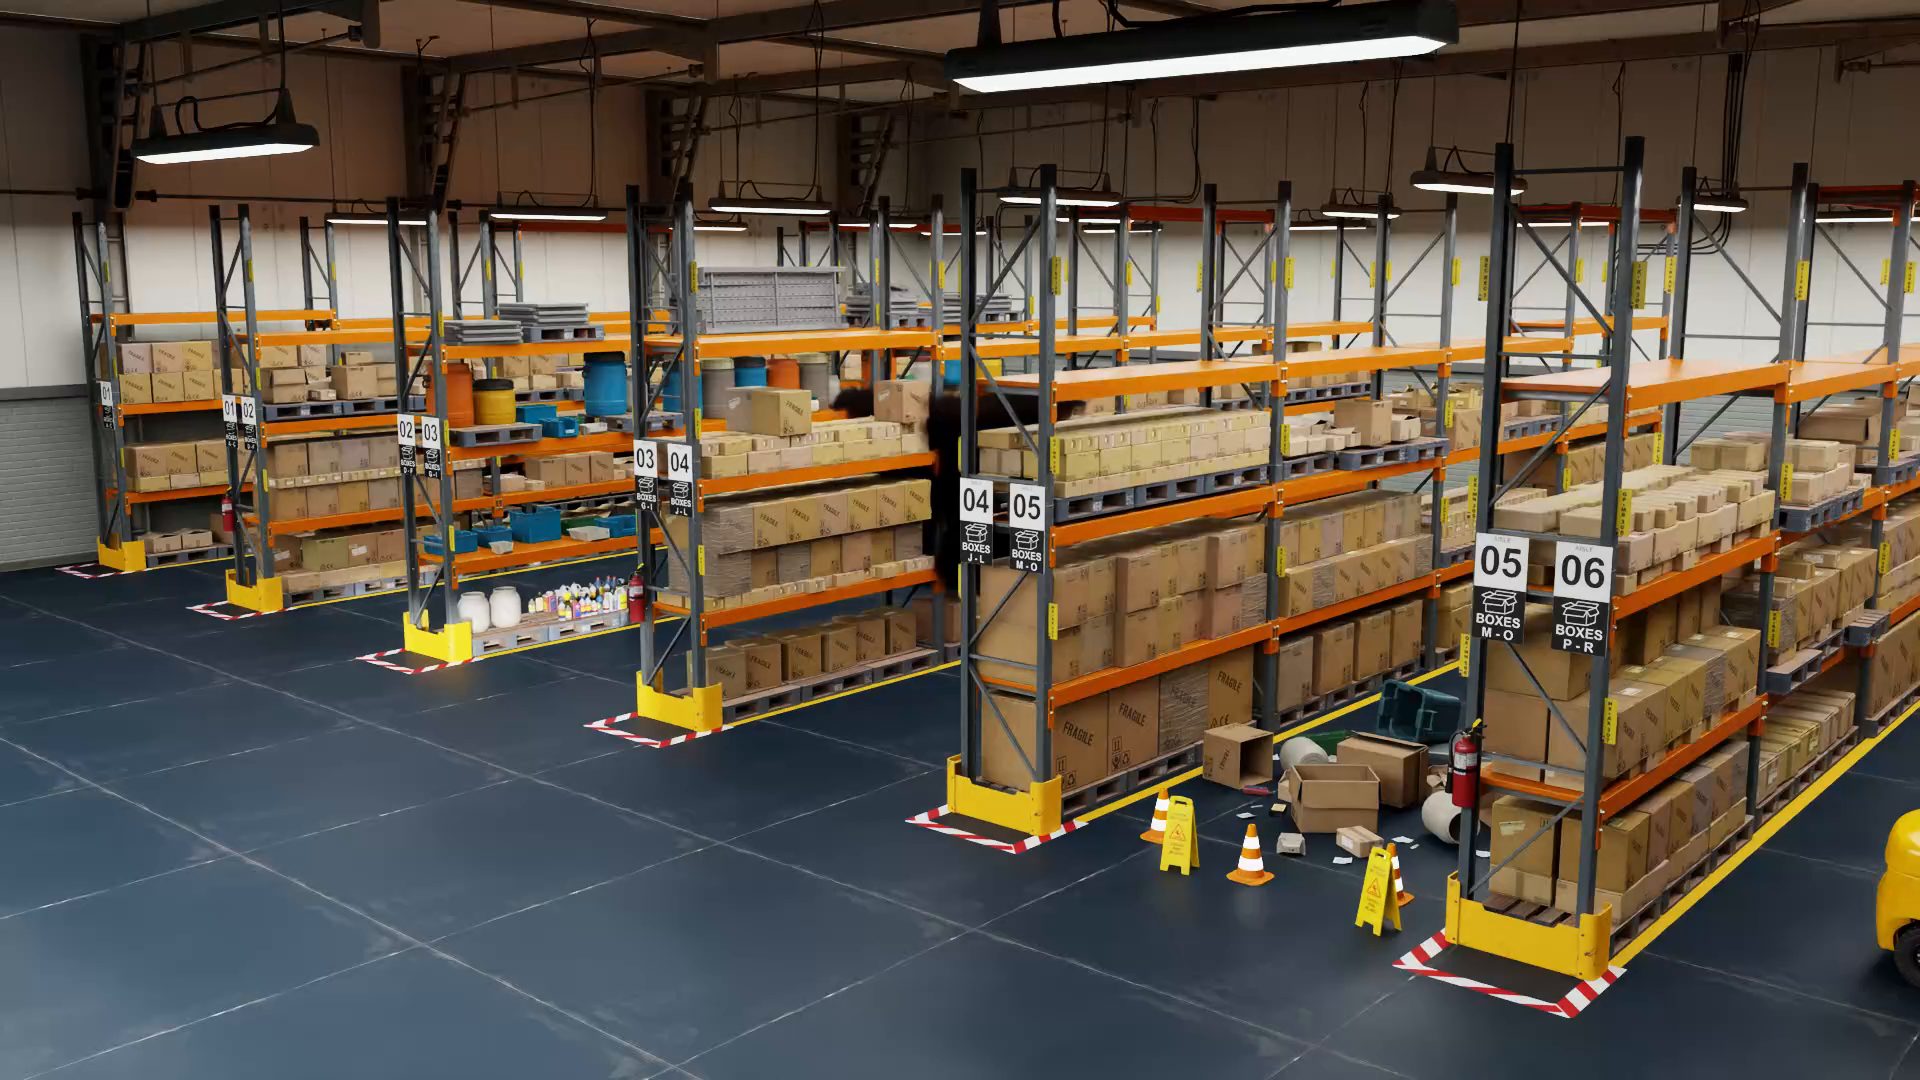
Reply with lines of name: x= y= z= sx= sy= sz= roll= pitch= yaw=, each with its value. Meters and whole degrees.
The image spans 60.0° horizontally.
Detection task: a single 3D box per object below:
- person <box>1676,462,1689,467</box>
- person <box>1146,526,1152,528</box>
person: x=12.591 y=-0.519 z=29.146 sx=1.025 sy=1.715 sz=0.598 roll=-2 pitch=10 yaw=-14
person: x=2.202 y=0.650 z=20.223 sx=0.578 sy=1.774 sz=0.521 roll=-7 pitch=11 yaw=-34
